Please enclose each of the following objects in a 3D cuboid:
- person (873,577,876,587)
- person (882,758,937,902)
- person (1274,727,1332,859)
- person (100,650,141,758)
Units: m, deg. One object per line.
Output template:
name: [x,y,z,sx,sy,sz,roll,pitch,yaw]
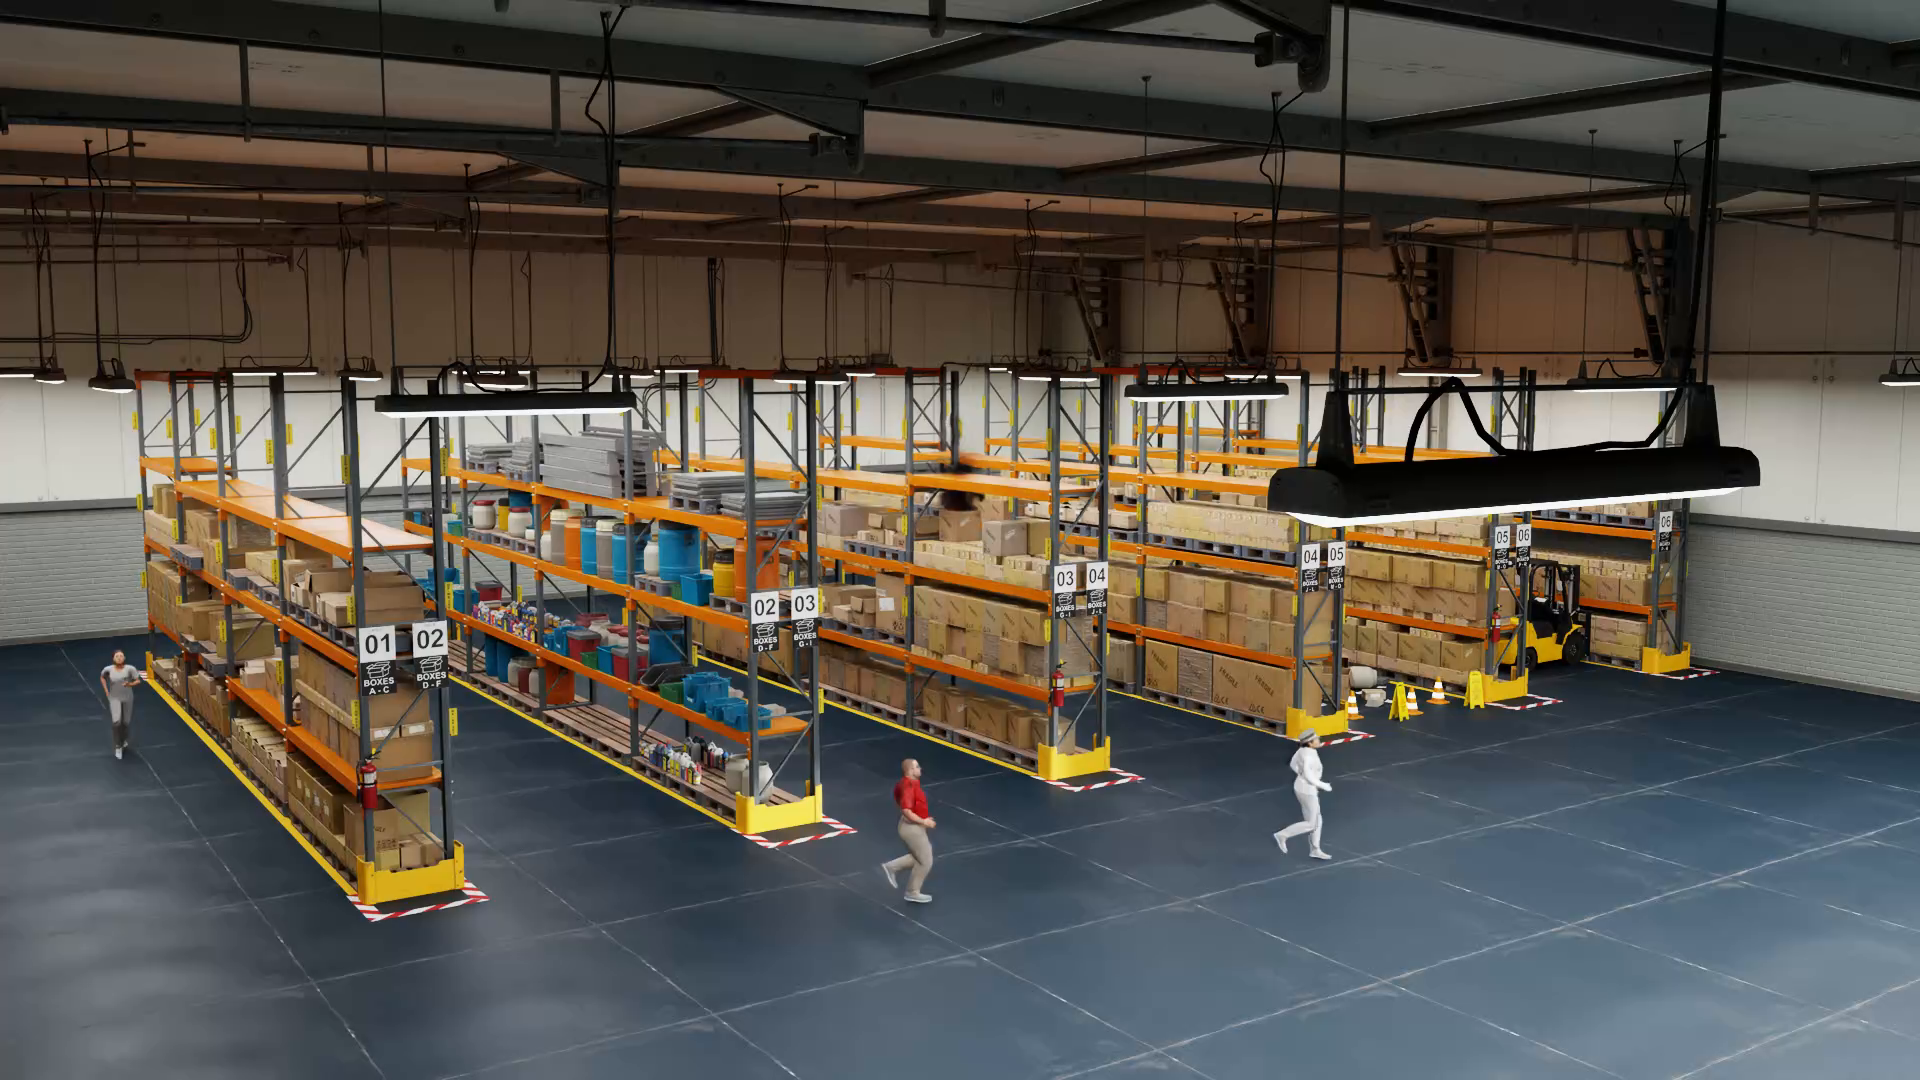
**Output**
person: [-2.053,0.640,42.657,0.830,1.824,0.681,-5,8,-36]
person: [-0.585,3.348,19.174,0.604,1.688,0.665,-1,7,-9]
person: [4.282,3.171,20.802,0.769,1.694,0.624,0,6,-2]
person: [-13.244,2.557,26.274,0.545,1.708,0.787,-4,8,-32]
